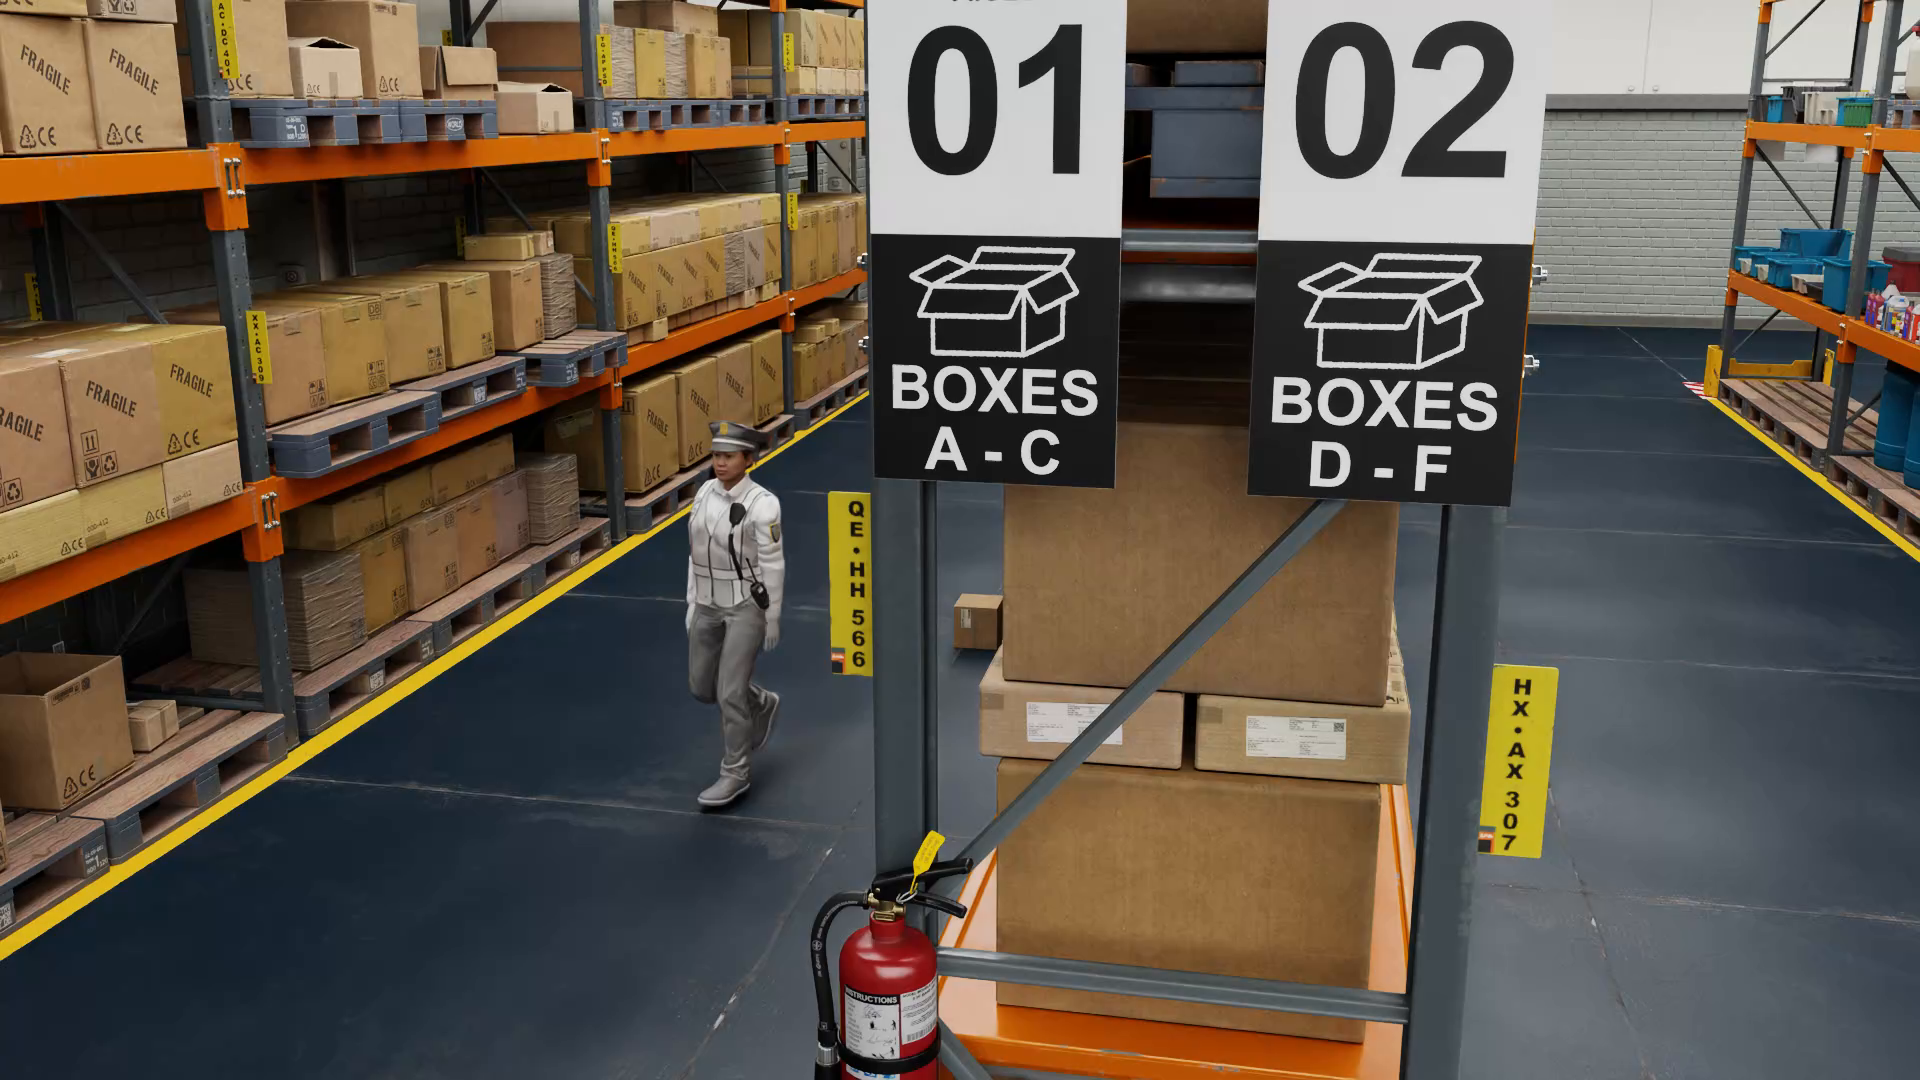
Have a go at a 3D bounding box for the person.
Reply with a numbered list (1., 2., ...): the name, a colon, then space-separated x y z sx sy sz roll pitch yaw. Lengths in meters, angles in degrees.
1. person: -0.970 0.281 7.304 0.485 1.671 0.664 10 18 33
